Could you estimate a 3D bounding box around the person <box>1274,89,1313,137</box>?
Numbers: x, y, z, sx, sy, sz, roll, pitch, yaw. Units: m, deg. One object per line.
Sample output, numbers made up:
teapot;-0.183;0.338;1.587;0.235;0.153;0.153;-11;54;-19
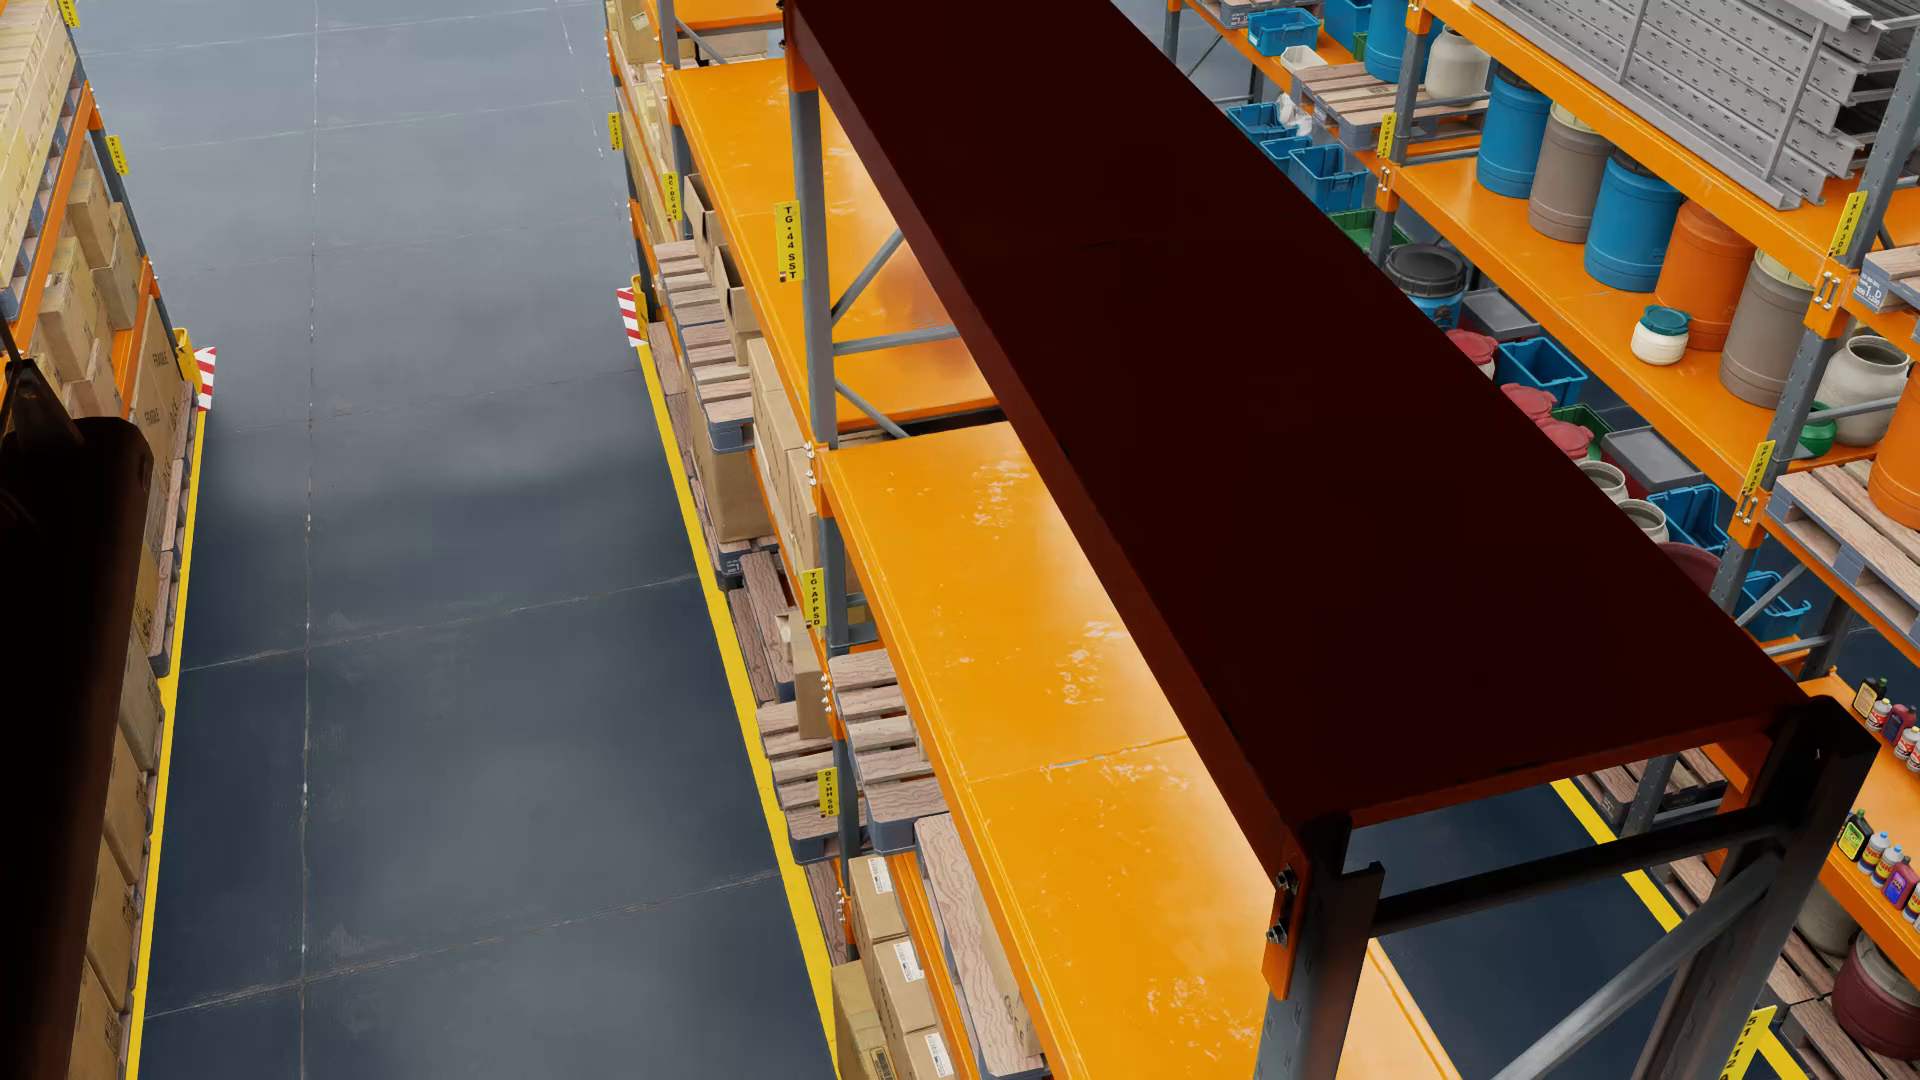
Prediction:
person;3.356;-4.071;16.634;0.666;1.642;0.762;-30;47;-32
